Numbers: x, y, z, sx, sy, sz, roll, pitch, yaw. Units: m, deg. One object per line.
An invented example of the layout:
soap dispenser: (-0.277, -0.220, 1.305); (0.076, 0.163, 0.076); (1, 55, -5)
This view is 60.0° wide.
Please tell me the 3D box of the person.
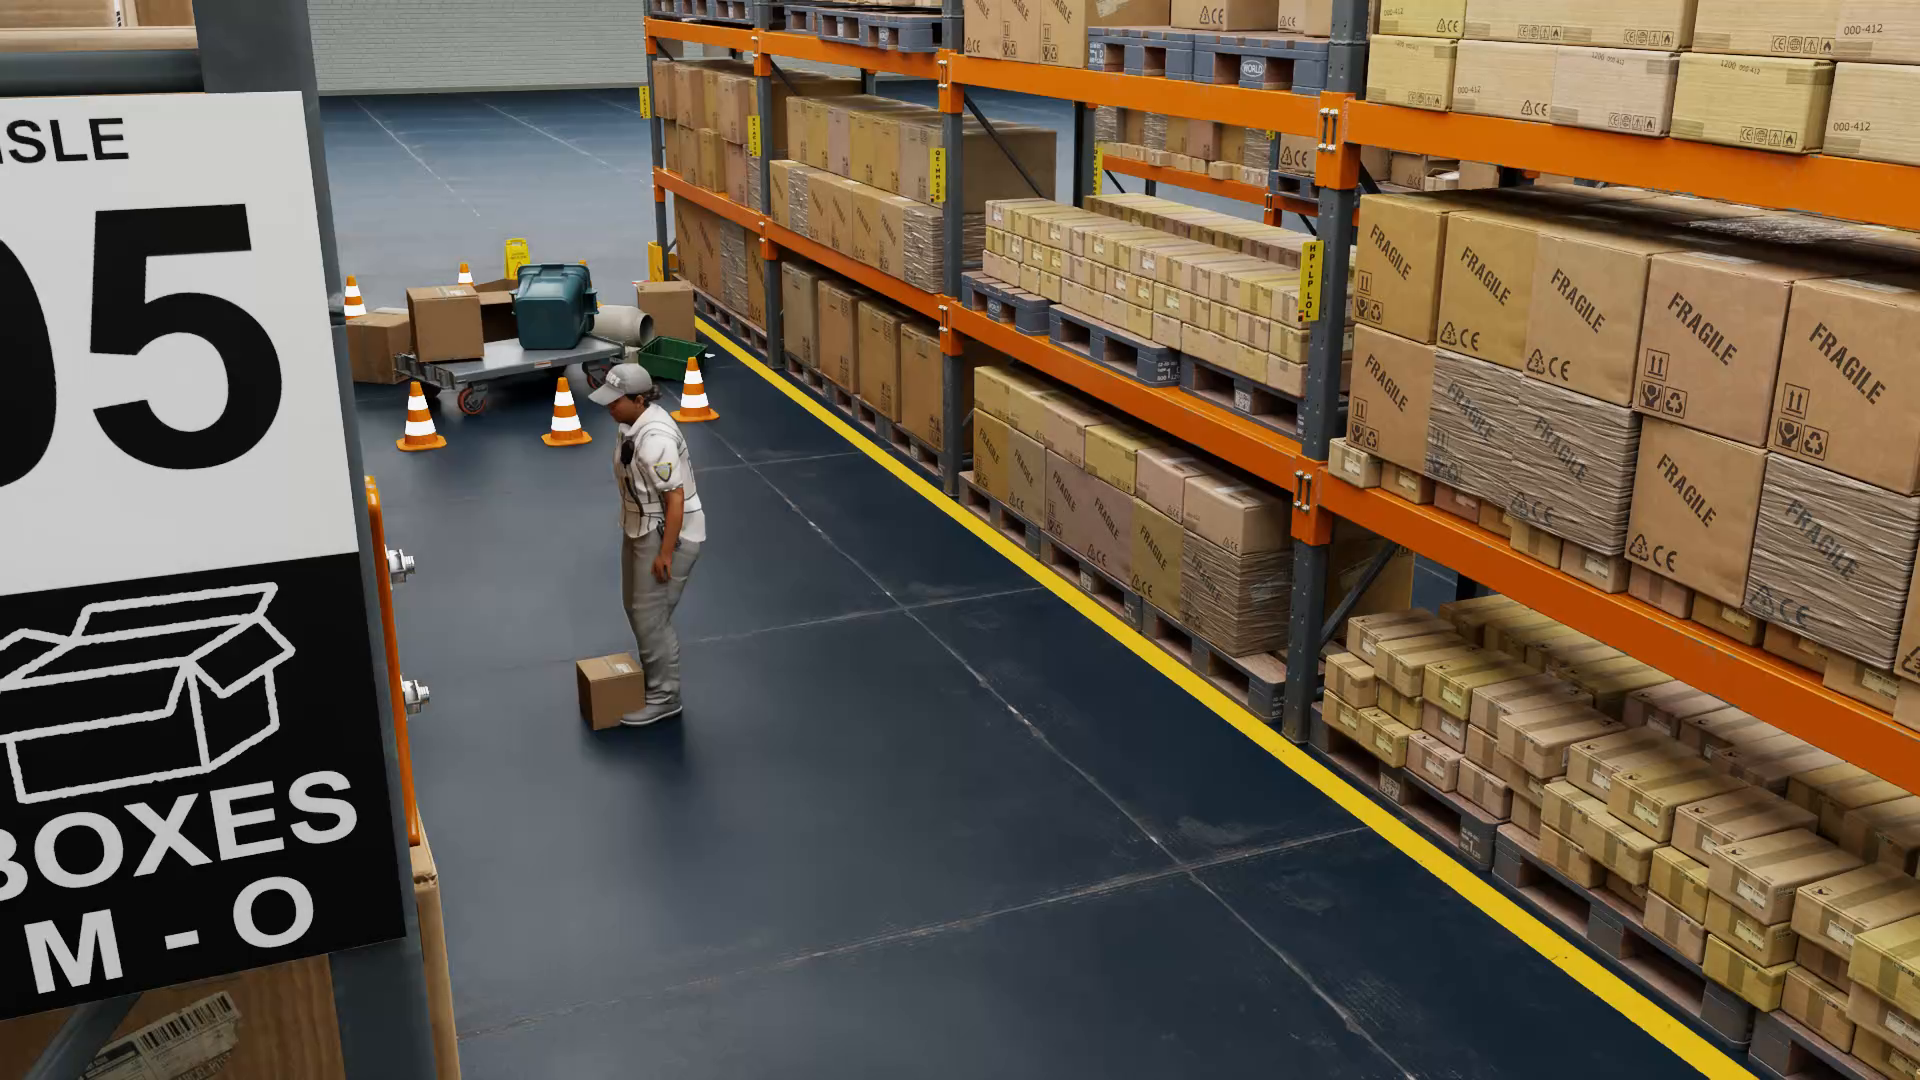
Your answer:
person: (-1.416, -0.001, 7.558); (0.470, 1.665, 0.561); (-9, 21, -25)
